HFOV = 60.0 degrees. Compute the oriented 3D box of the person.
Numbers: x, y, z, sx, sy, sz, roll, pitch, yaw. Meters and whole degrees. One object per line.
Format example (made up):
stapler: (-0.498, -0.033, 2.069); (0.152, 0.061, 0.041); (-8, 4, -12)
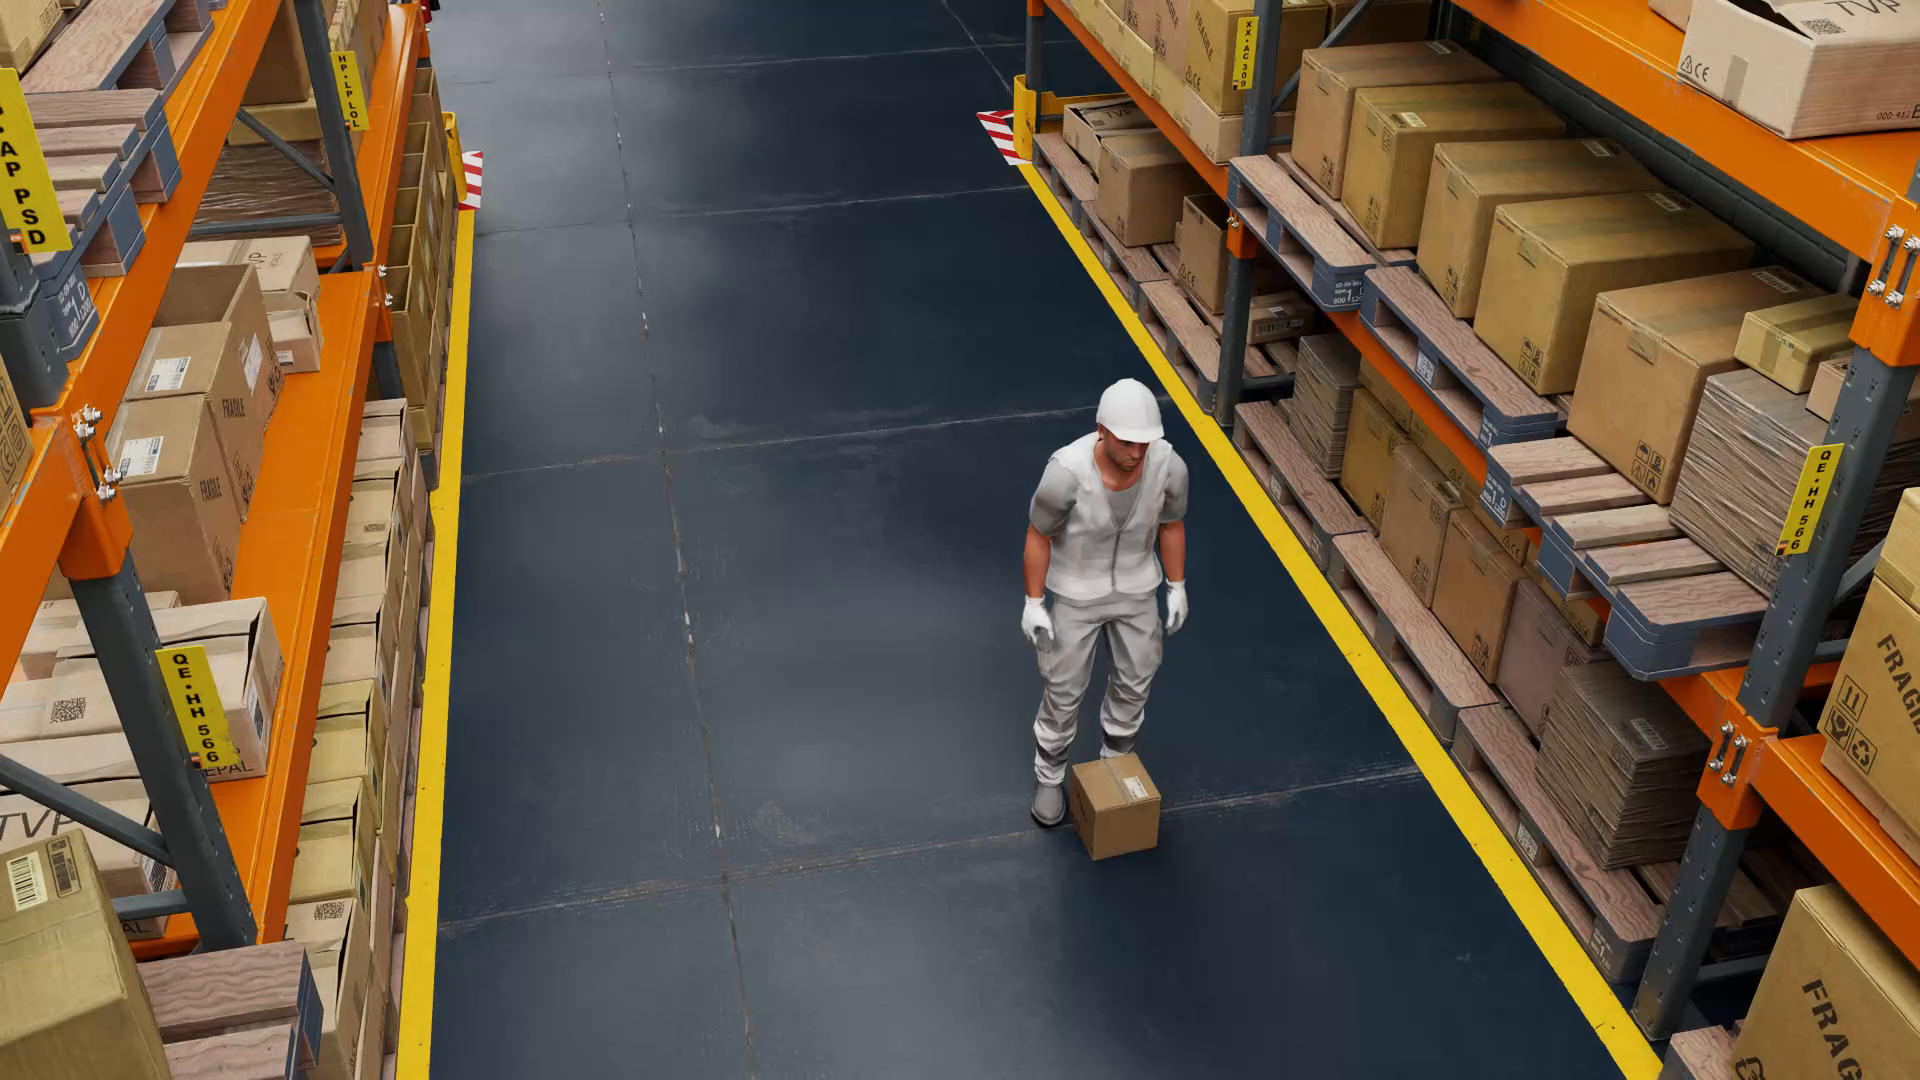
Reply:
person: (0.508, 0.212, 5.815); (0.608, 1.779, 0.450); (-7, 35, -10)
